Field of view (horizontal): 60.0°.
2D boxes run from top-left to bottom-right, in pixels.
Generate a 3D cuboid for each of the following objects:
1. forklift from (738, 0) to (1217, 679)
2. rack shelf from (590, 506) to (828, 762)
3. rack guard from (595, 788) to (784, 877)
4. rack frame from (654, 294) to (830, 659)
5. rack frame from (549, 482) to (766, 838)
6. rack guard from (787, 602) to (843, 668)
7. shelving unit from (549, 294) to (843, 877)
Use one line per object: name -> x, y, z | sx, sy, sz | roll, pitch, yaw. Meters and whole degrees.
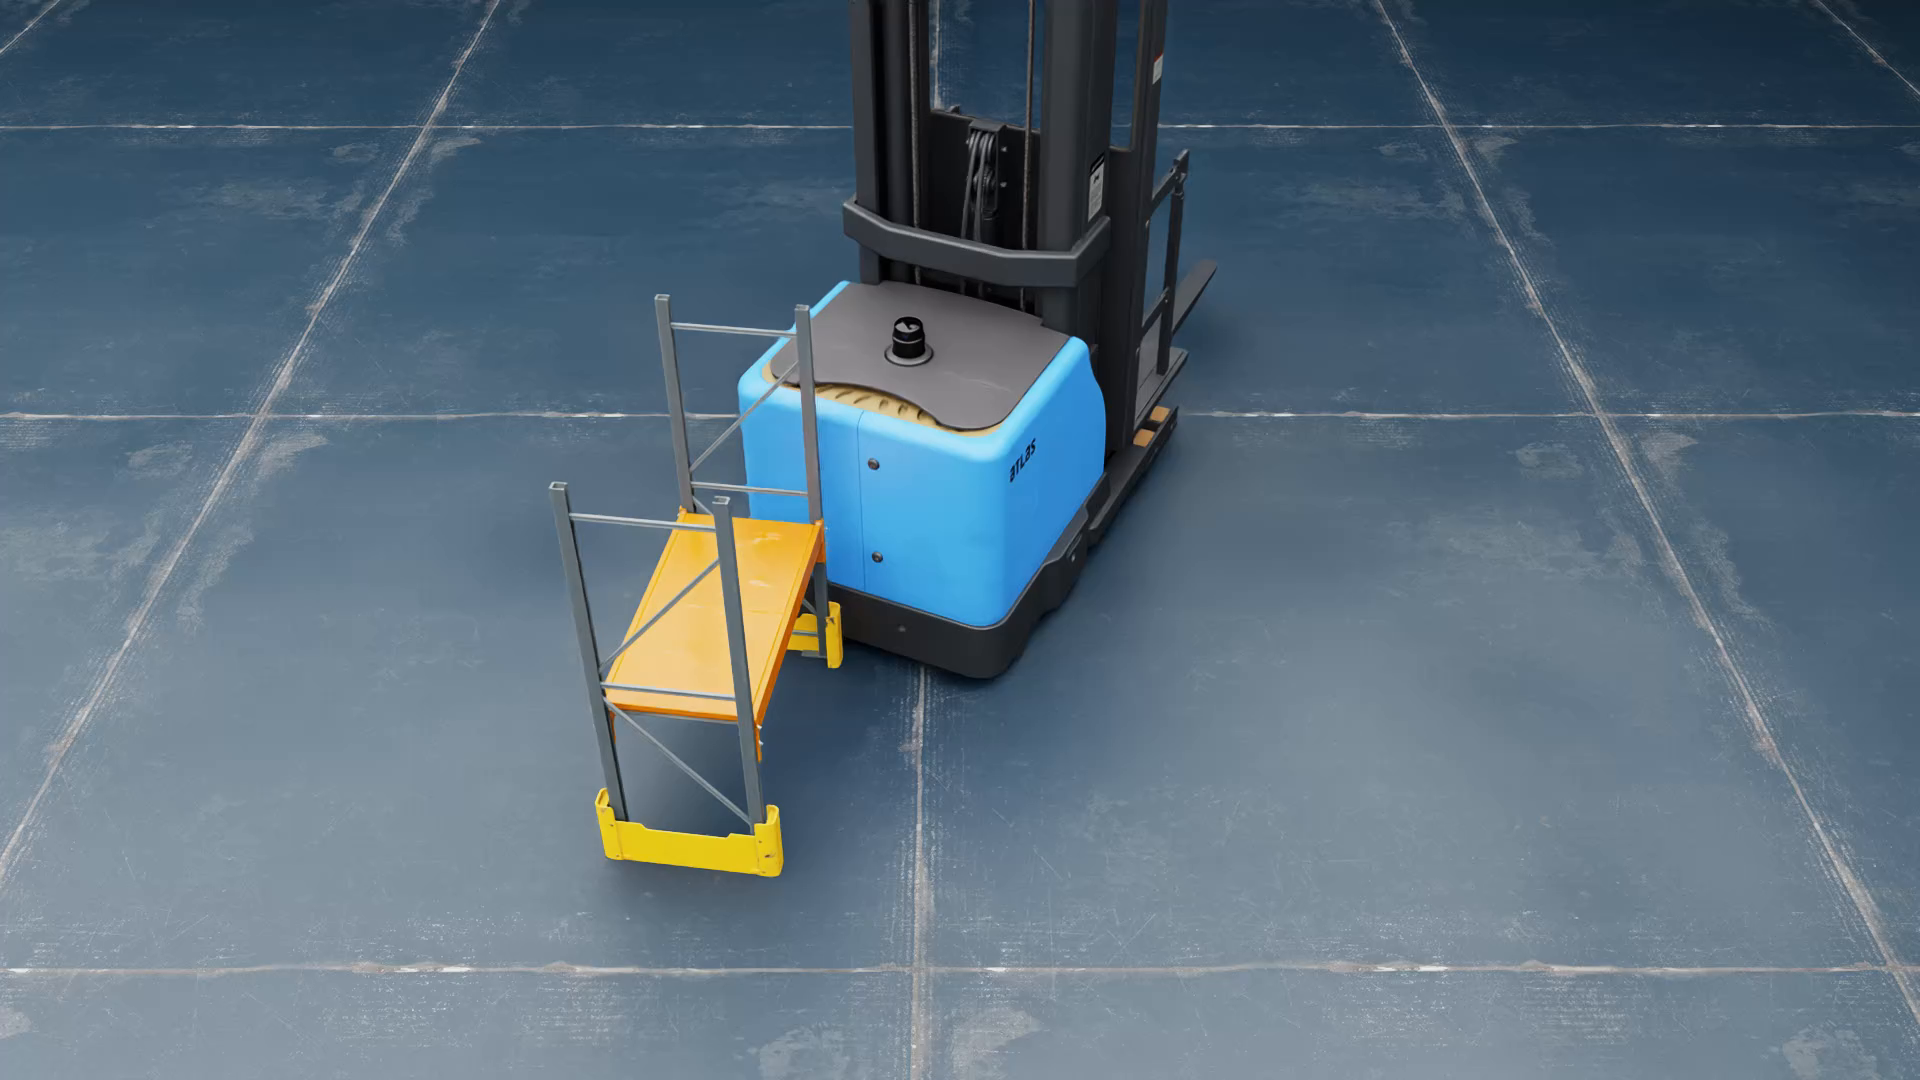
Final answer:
forklift -> 0.299, -1.560, 6.353 | 1.130, 2.935, 3.031 | 16, 42, 19
rack shelf -> -0.799, 0.283, 5.485 | 0.538, 0.185, 1.000 | 5, 39, 6
rack guard -> -0.871, 0.944, 5.372 | 0.587, 0.250, 0.087 | 5, 39, 6
rack frame -> -0.727, -0.172, 5.765 | 0.500, 1.500, 0.032 | 5, 39, 6
rack frame -> -0.871, 0.457, 4.980 | 0.500, 1.500, 0.032 | 5, 39, 6
rack guard -> -0.730, 0.328, 6.141 | 0.587, 0.250, 0.087 | 5, 39, 6
shelving unit -> -0.800, 0.148, 5.366 | 0.587, 1.500, 1.083 | 5, 39, 6
